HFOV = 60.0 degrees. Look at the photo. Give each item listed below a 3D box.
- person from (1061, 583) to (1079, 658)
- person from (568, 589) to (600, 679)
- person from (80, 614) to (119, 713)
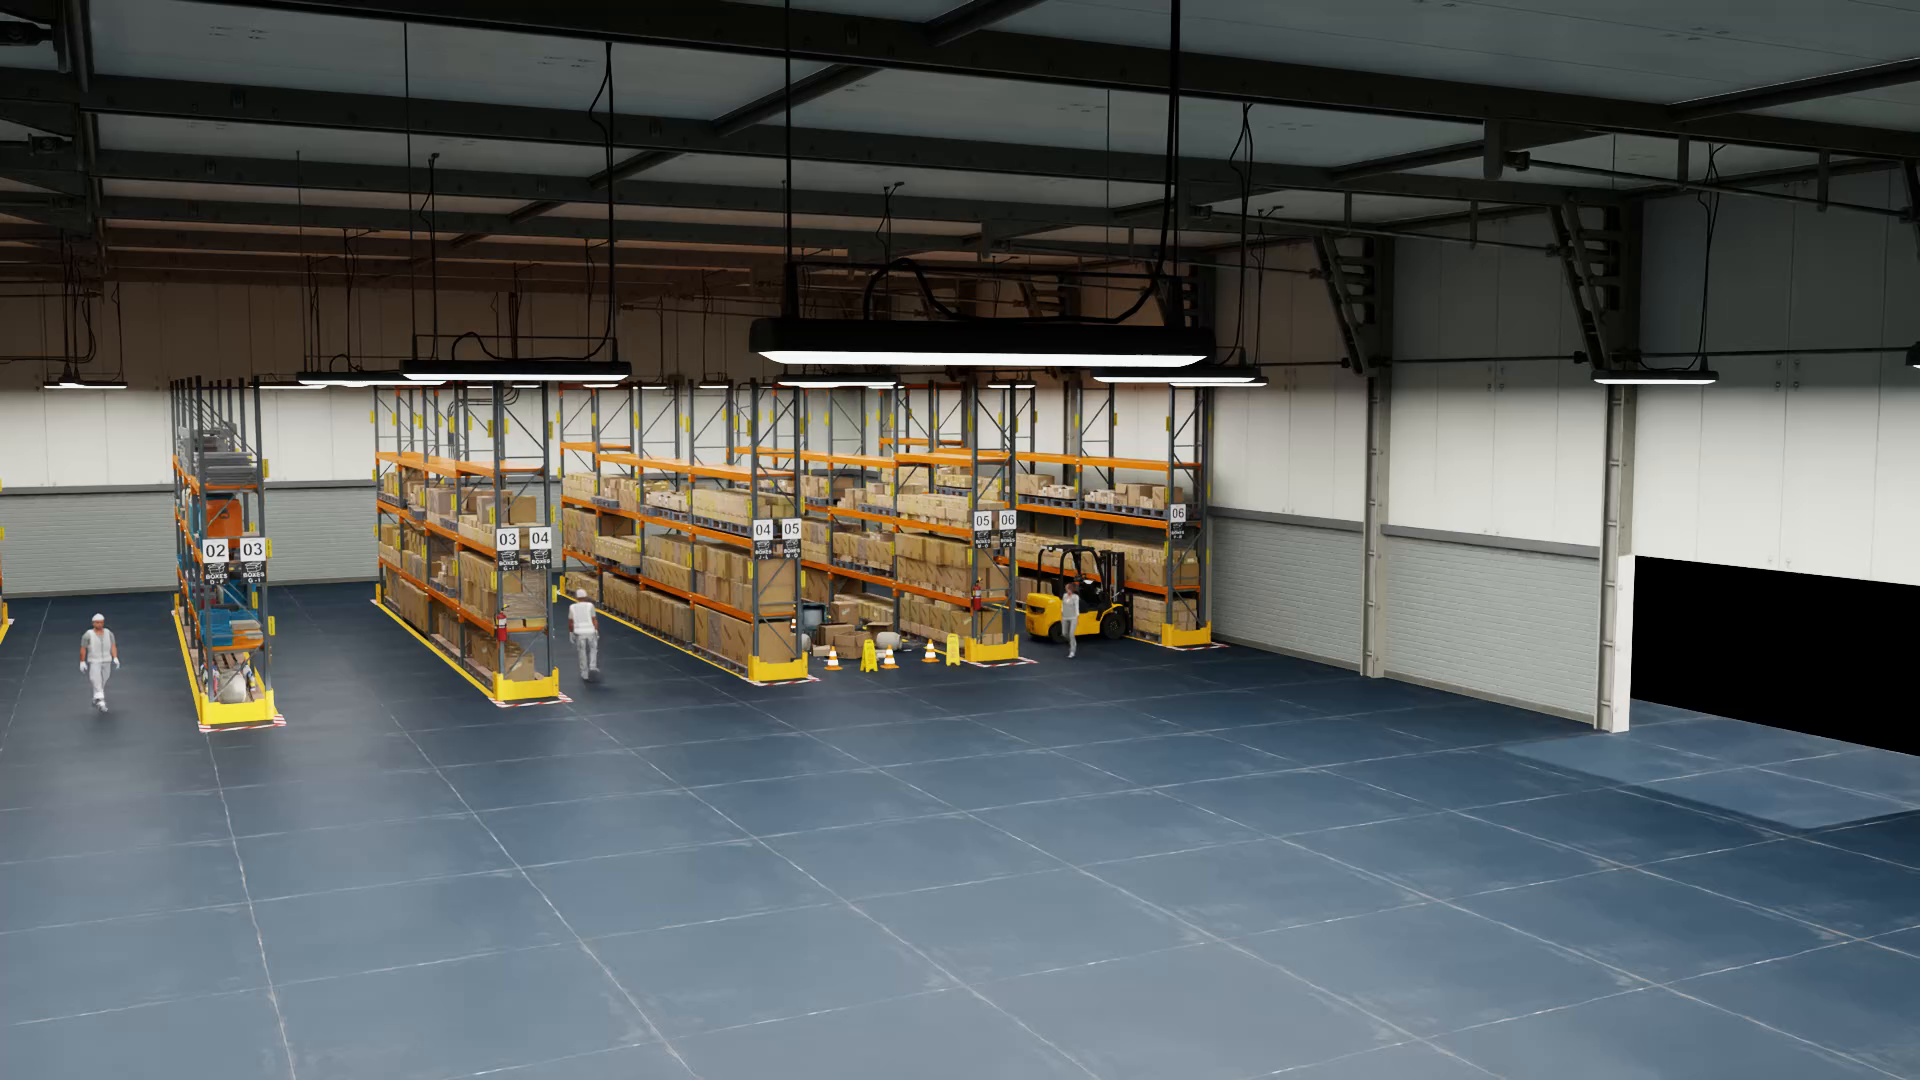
[{"bbox_3d":[2.419,1.718,36.029,0.402,1.596,0.633,3,6,33],"label":"person"},{"bbox_3d":[-7.526,1.873,33.295,0.595,1.773,0.541,-2,5,-17],"label":"person"},{"bbox_3d":[-15.324,2.186,29.690,1.039,1.731,0.559,4,6,36],"label":"person"}]
